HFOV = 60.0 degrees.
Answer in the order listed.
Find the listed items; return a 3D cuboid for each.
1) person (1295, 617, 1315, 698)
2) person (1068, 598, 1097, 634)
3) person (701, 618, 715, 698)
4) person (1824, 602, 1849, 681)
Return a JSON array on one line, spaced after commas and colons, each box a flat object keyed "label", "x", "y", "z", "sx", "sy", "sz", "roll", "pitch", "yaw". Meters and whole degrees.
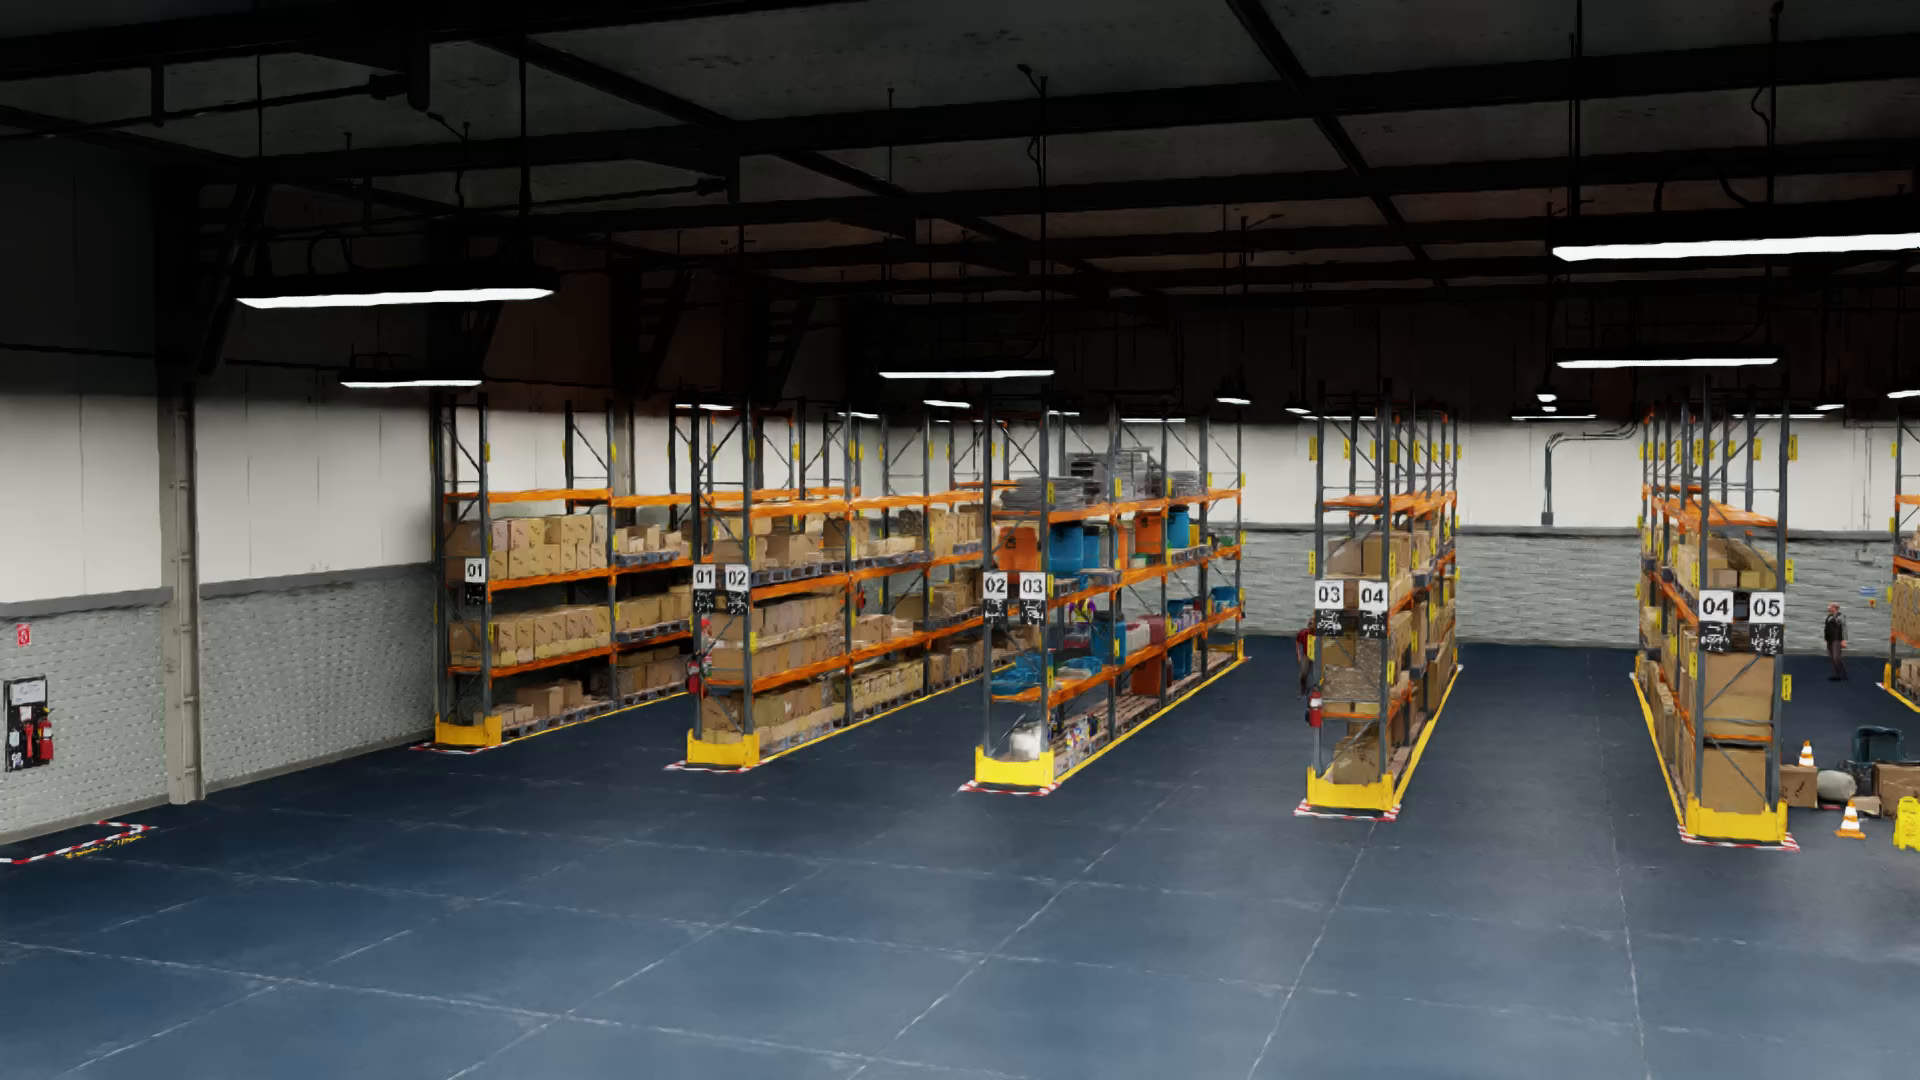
[{"label": "person", "x": 7.094, "y": 2.384, "z": 33.538, "sx": 0.682, "sy": 1.676, "sz": 0.529, "roll": 1, "pitch": 3, "yaw": 18}, {"label": "person", "x": 2.956, "y": 2.008, "z": 40.318, "sx": 0.719, "sy": 1.714, "sz": 0.578, "roll": 1, "pitch": 3, "yaw": 17}, {"label": "person", "x": -4.913, "y": 2.400, "z": 32.058, "sx": 0.443, "sy": 1.786, "sz": 0.589, "roll": 0, "pitch": 3, "yaw": -8}, {"label": "person", "x": 19.115, "y": 2.204, "z": 36.259, "sx": 0.403, "sy": 1.714, "sz": 0.635, "roll": 0, "pitch": 3, "yaw": -7}]
